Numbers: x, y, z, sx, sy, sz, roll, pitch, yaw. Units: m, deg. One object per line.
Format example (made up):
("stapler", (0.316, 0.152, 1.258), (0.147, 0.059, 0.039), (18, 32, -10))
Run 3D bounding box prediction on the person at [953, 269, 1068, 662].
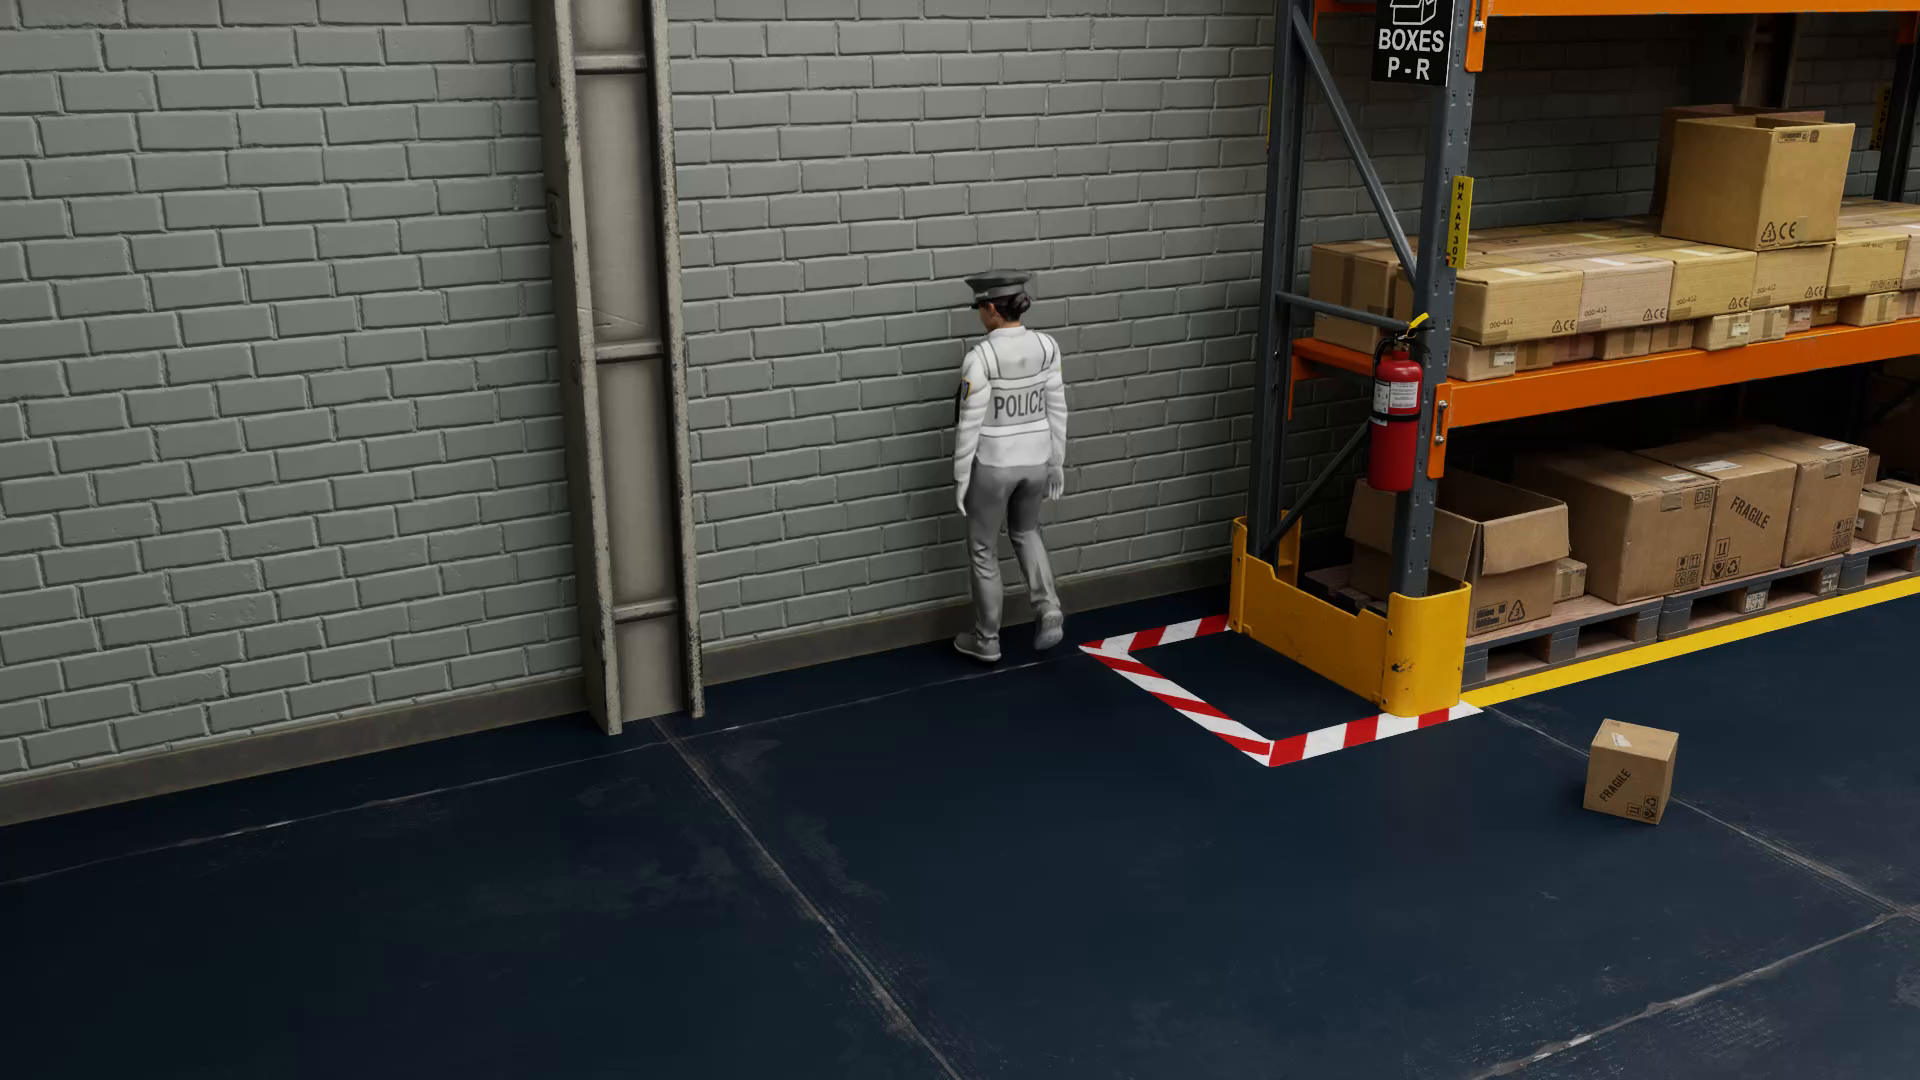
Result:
("person", (13.586, -2.262, 6.159), (23.686, 5.853, 13.965), (-10, 21, -28))
